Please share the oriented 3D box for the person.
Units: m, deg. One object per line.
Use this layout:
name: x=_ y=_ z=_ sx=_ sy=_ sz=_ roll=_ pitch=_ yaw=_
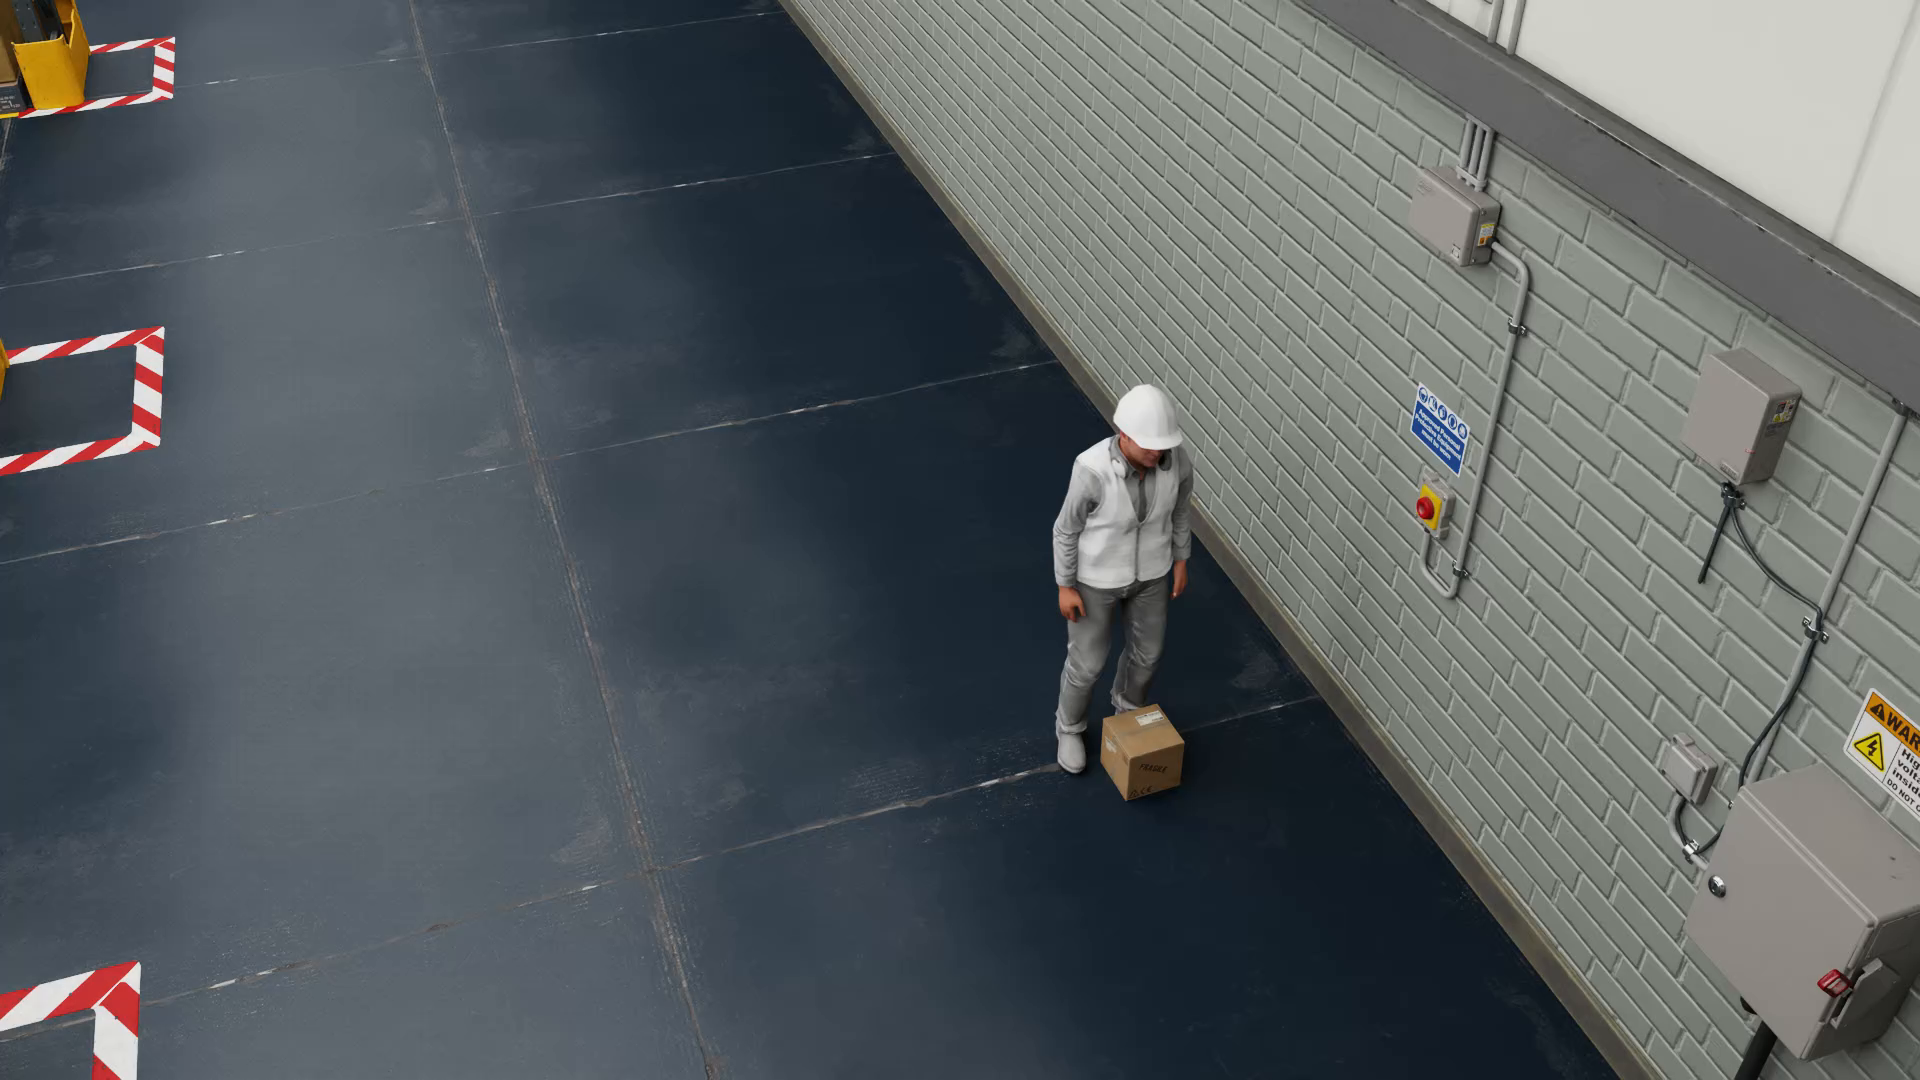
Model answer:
person: x=0.645 y=0.131 z=6.592 sx=0.581 sy=1.771 sz=0.464 roll=-13 pitch=39 yaw=-16
